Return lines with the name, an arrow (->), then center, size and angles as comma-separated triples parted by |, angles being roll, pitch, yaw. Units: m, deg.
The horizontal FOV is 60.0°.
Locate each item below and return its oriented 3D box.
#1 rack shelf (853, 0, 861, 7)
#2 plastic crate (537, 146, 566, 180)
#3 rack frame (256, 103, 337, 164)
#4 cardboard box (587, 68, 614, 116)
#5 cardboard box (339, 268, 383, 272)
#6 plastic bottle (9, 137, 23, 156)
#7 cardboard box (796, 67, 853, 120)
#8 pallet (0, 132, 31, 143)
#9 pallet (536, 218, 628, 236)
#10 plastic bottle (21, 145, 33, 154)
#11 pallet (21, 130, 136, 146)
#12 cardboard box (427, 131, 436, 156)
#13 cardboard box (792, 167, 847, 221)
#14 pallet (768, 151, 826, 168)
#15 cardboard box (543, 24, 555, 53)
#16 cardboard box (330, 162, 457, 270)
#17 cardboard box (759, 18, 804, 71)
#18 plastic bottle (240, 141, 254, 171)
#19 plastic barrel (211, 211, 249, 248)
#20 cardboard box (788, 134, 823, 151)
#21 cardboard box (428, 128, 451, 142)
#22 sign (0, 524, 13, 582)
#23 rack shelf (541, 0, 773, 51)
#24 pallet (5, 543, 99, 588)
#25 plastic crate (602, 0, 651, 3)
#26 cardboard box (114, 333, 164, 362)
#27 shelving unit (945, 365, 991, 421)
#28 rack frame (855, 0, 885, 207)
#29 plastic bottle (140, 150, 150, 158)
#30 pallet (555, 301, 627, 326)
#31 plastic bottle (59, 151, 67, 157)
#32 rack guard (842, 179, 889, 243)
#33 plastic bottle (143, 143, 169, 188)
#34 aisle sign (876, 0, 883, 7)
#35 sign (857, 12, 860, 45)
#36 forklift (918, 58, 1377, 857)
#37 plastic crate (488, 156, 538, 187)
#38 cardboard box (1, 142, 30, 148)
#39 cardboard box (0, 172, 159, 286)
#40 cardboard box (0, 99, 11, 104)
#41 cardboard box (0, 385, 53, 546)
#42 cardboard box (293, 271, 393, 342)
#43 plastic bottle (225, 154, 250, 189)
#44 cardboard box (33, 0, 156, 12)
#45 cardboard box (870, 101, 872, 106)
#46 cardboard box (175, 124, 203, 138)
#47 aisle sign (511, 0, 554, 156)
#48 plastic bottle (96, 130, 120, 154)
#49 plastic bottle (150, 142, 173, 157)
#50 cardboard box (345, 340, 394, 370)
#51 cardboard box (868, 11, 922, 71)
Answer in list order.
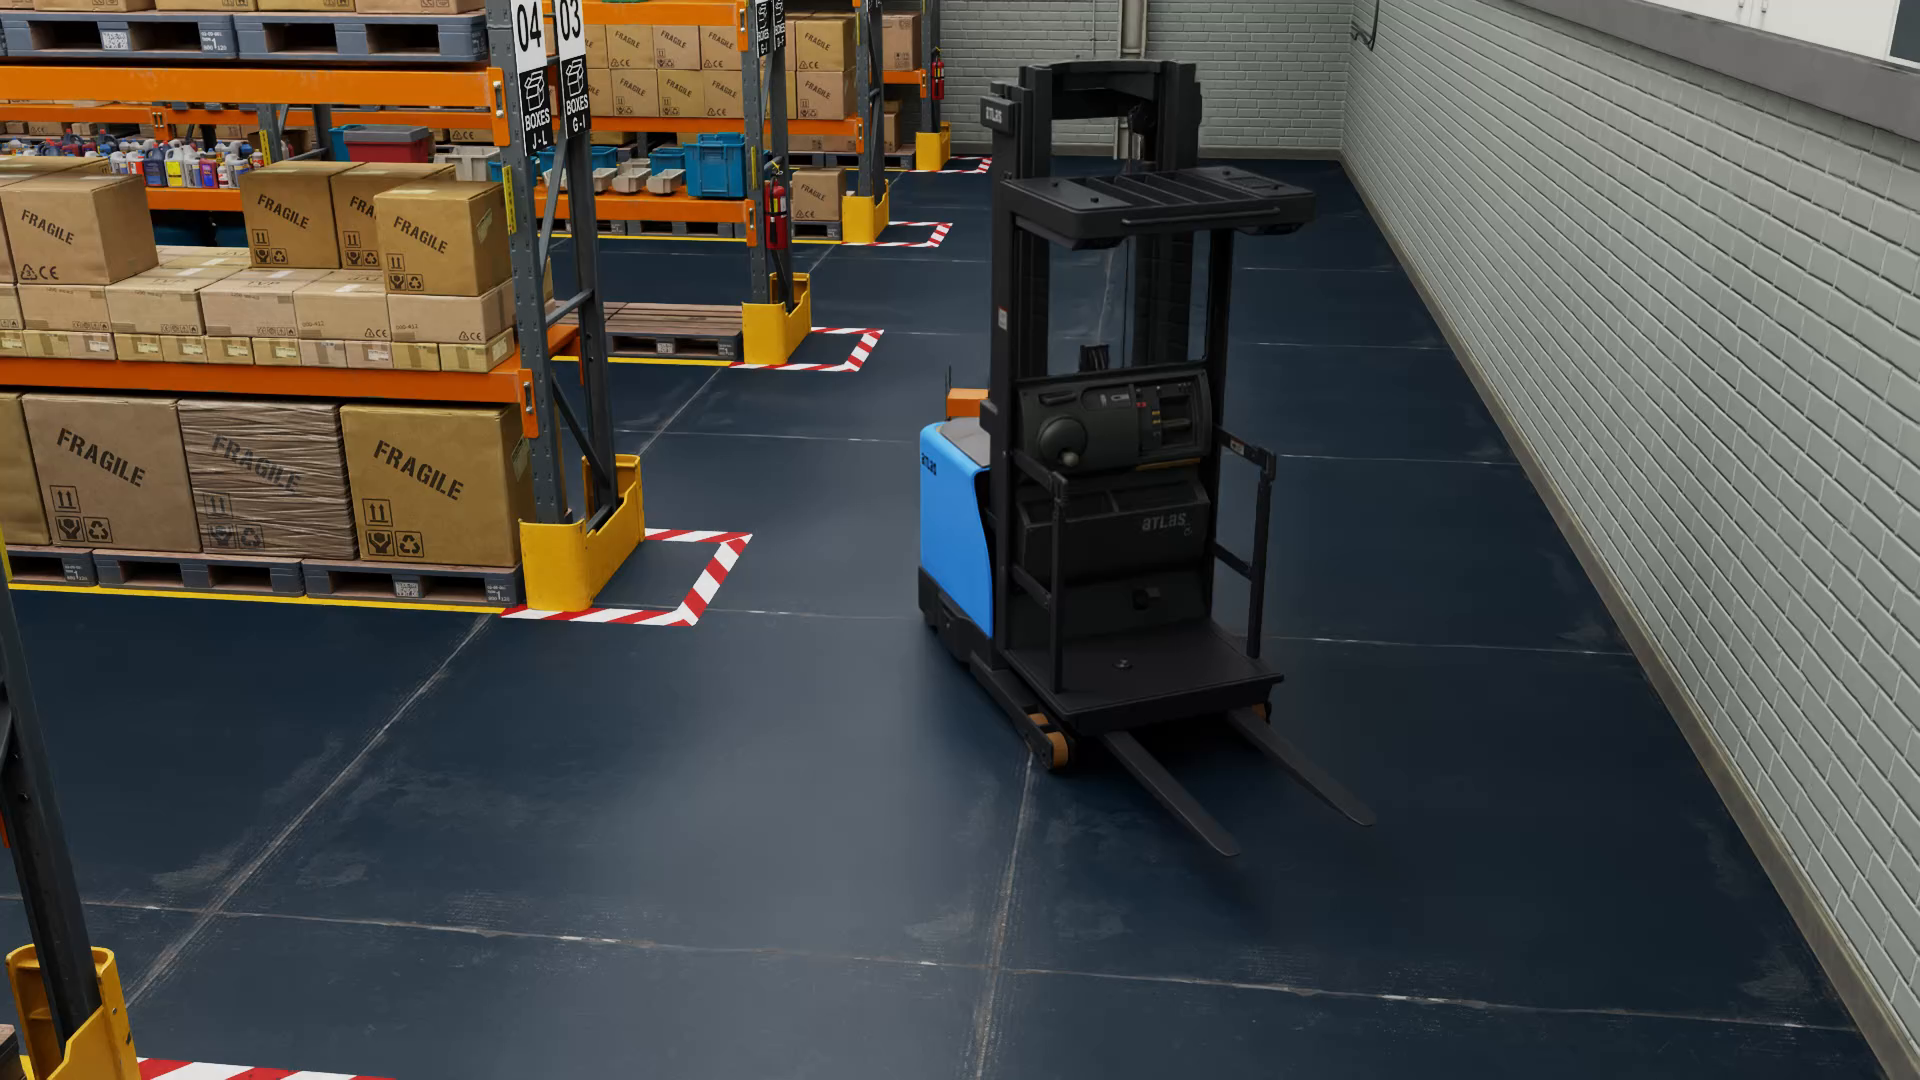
rack shelf -> -2.959, -5.989, 17.906 | 4.000, 0.370, 1.077 | 2, 22, 6
plastic crate -> -3.371, -3.184, 14.060 | 0.300, 0.233, 0.416 | 2, 22, 6
rack frame -> -5.532, -3.206, 13.970 | 0.127, 3.000, 1.000 | 2, 22, 6
cardboard box -> -3.962, -4.919, 18.165 | 0.500, 0.500, 0.500 | 3, 22, 7
cardboard box -> -3.104, -1.433, 9.284 | 0.500, 0.250, 0.500 | 2, 22, 6
plastic bottle -> -8.324, -3.419, 14.684 | 0.097, 0.271, 0.097 | 0, 22, 0
cardboard box -> -1.449, -4.808, 17.886 | 0.500, 0.500, 0.500 | 3, 22, 8
pallet -> -14.196, -5.941, 24.679 | 1.213, 0.211, 1.003 | 2, 22, 6
pallet -> -4.263, -3.688, 18.981 | 1.213, 0.211, 1.003 | 2, 22, 6
plastic bottle -> -8.227, -3.383, 14.686 | 0.097, 0.201, 0.097 | 0, 22, 0
pallet -> -12.981, -5.889, 24.548 | 1.213, 0.211, 1.003 | 2, 22, 6
cardboard box -> -6.390, -4.559, 19.172 | 0.500, 0.250, 0.500 | 3, 22, 6
cardboard box -> -1.542, -3.817, 18.317 | 0.500, 0.500, 0.500 | 2, 22, 6
pallet -> -2.405, -5.413, 23.345 | 1.213, 0.211, 1.003 | 2, 22, 6
cardboard box -> -4.510, -5.403, 18.030 | 0.500, 0.500, 0.500 | 3, 22, 8
cardboard box -> -3.084, -1.783, 9.150 | 0.500, 0.500, 0.500 | 2, 22, 5
cardboard box -> -1.949, -5.293, 17.753 | 0.500, 0.500, 0.500 | 3, 22, 8
plastic bottle -> -6.191, -3.326, 14.449 | 0.097, 0.271, 0.097 | 0, 22, 0
plastic barrel -> -6.070, -2.456, 14.354 | 0.708, 0.901, 0.600 | 2, 22, 6
cardboard box -> -2.097, -5.720, 23.157 | 0.500, 0.500, 0.700 | 2, 22, 5
cardboard box -> -7.623, -6.112, 23.673 | 0.750, 0.750, 0.750 | 2, 22, 6
sign -> -2.763, -0.019, 4.731 | 0.005, 0.325, 0.100 | 2, 22, 6
rack shelf -> -3.545, -4.180, 13.332 | 4.000, 0.370, 1.077 | 2, 22, 6
pallet -> -5.369, -0.040, 9.753 | 1.213, 0.211, 1.003 | 2, 22, 6
plastic crate -> -2.572, -4.268, 12.864 | 0.336, 0.188, 0.450 | 2, 22, 6
cardboard box -> -4.312, -1.080, 8.934 | 0.250, 0.149, 0.380 | 2, 22, 5
shelving unit -> 0.053, -0.486, 9.741 | 0.252, 1.050, 0.215 | 2, 22, 6
rack frame -> -0.973, -4.842, 18.106 | 0.127, 3.000, 1.000 | 2, 22, 6
plastic bottle -> -6.828, -3.129, 13.951 | 0.097, 0.271, 0.097 | 0, 22, 0
pallet -> -3.582, -1.840, 14.307 | 1.213, 0.211, 1.003 | 2, 22, 6
plastic bottle -> -7.424, -3.098, 13.855 | 0.133, 0.283, 0.061 | 2, 22, 6
rack guard -> -1.048, -3.682, 18.574 | 0.348, 0.500, 1.175 | 2, 22, 6
plastic bottle -> -6.666, -3.112, 13.798 | 0.185, 0.351, 0.144 | 2, 22, 6
aisle sign -> -0.870, -6.155, 17.892 | 0.004, 0.787, 0.394 | 2, 22, 6
sign -> -1.058, -5.325, 17.325 | 0.005, 0.325, 0.100 | 2, 22, 6
forklift -> 0.782, -0.520, 7.269 | 1.130, 2.935, 3.031 | -8, 23, -20
plastic crate -> -3.629, -2.979, 13.540 | 0.300, 0.233, 0.416 | 2, 22, 6
cardboard box -> -11.441, -4.583, 19.857 | 0.500, 0.311, 0.500 | 2, 22, 6
cardboard box -> -4.664, -1.656, 8.829 | 0.500, 0.500, 0.500 | 2, 22, 5
cardboard box -> -11.108, -5.324, 19.190 | 0.500, 0.500, 0.500 | 3, 22, 6
cardboard box -> -5.468, -0.547, 9.563 | 0.875, 0.875, 0.875 | 2, 22, 6
cardboard box -> -3.158, -1.240, 8.795 | 0.500, 0.250, 0.500 | 2, 22, 5
plastic bottle -> -5.961, -3.048, 13.738 | 0.135, 0.276, 0.152 | 2, 22, 6
cardboard box -> -4.294, -2.970, 8.449 | 0.500, 0.500, 0.700 | 3, 22, 9
cardboard box -> -1.249, -5.918, 22.775 | 0.250, 0.149, 0.380 | 2, 22, 6
cardboard box -> -11.058, -6.182, 24.298 | 0.500, 0.500, 0.700 | 2, 22, 5
aisle sign -> -2.106, -2.321, 8.195 | 0.004, 0.787, 0.394 | 2, 22, 6
plastic bottle -> -7.448, -3.409, 14.551 | 0.185, 0.351, 0.144 | 2, 22, 6
plastic bottle -> -6.884, -3.292, 14.356 | 0.135, 0.276, 0.152 | 2, 22, 6
cardboard box -> -3.043, -1.025, 8.795 | 0.250, 0.149, 0.380 | 3, 22, 6
cardboard box -> -0.901, -6.808, 22.673 | 0.700, 0.700, 0.980 | 3, 22, 9
